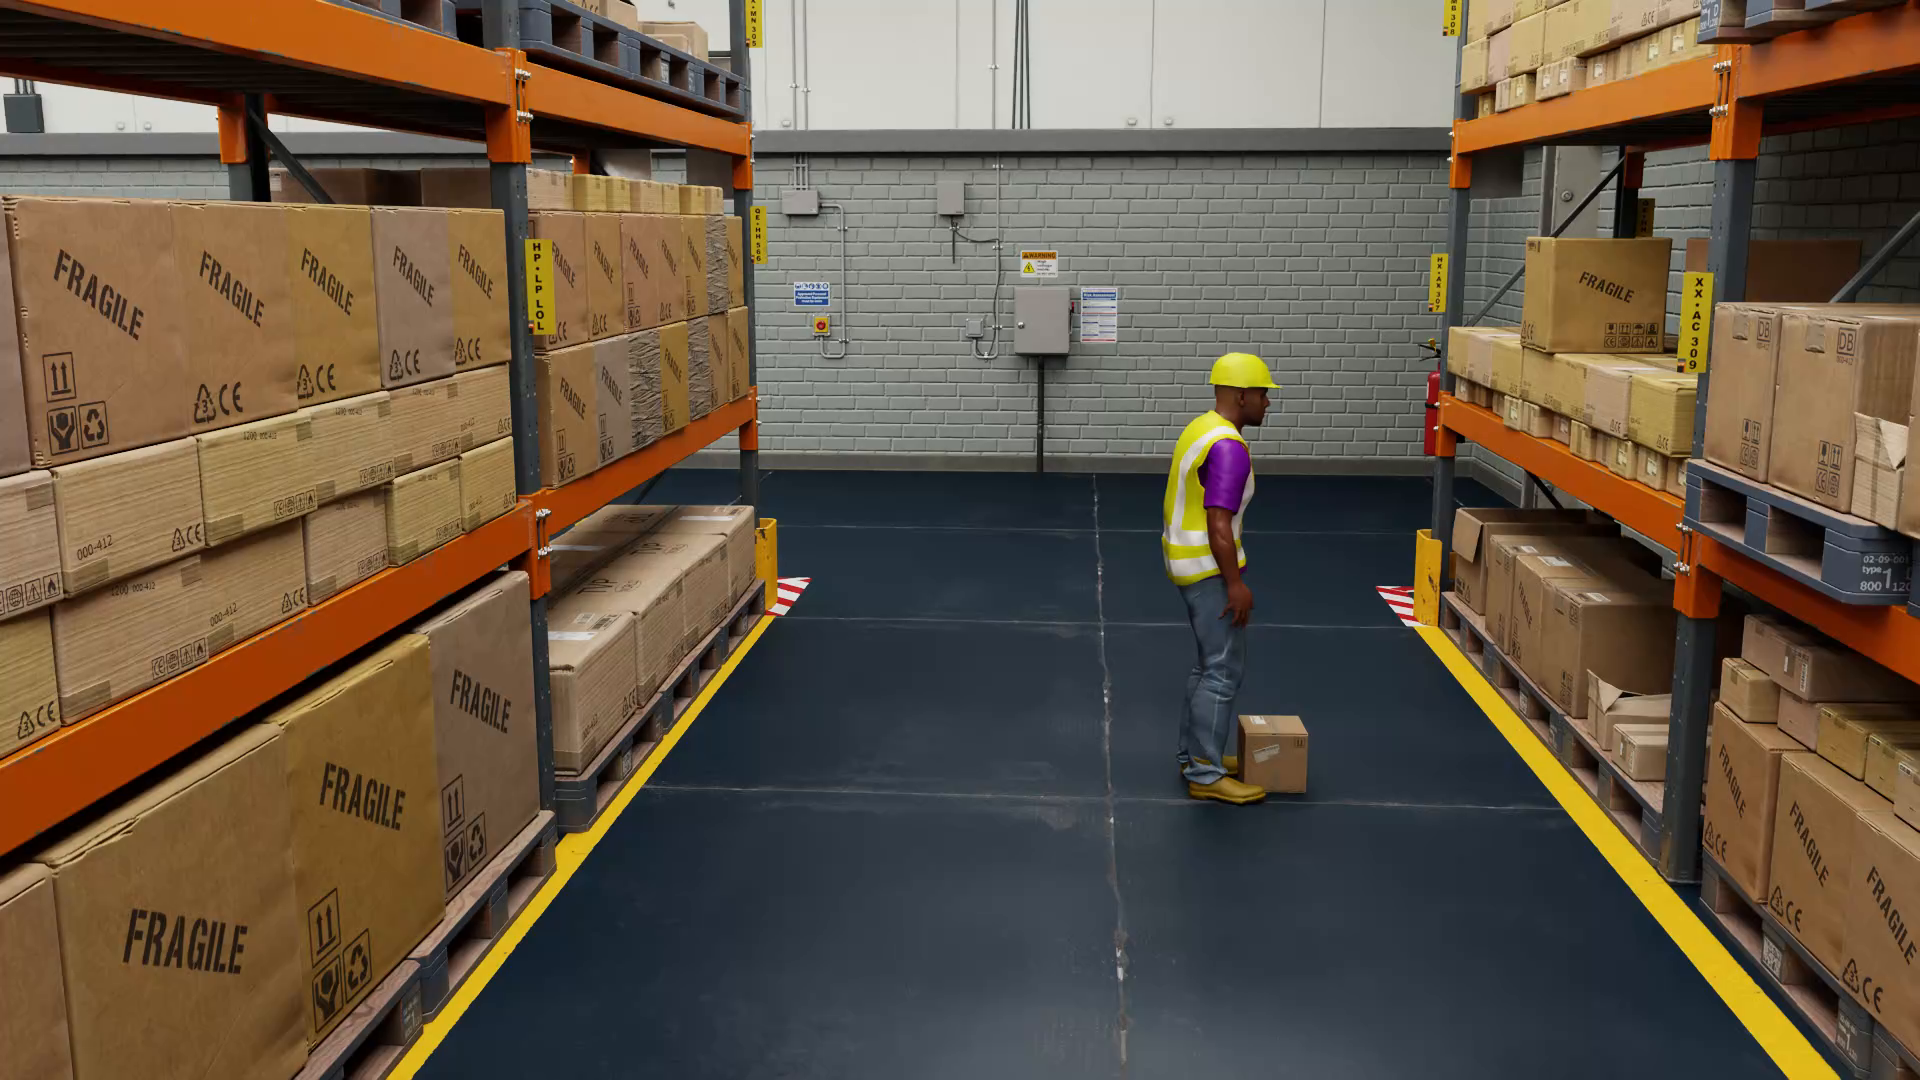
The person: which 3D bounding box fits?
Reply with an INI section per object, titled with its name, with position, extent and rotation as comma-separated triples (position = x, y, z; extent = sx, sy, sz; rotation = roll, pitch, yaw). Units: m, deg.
[person]
position = 1.046, 0.130, 6.683
extent = 0.455, 1.761, 0.635
rotation = 0, 11, 1
